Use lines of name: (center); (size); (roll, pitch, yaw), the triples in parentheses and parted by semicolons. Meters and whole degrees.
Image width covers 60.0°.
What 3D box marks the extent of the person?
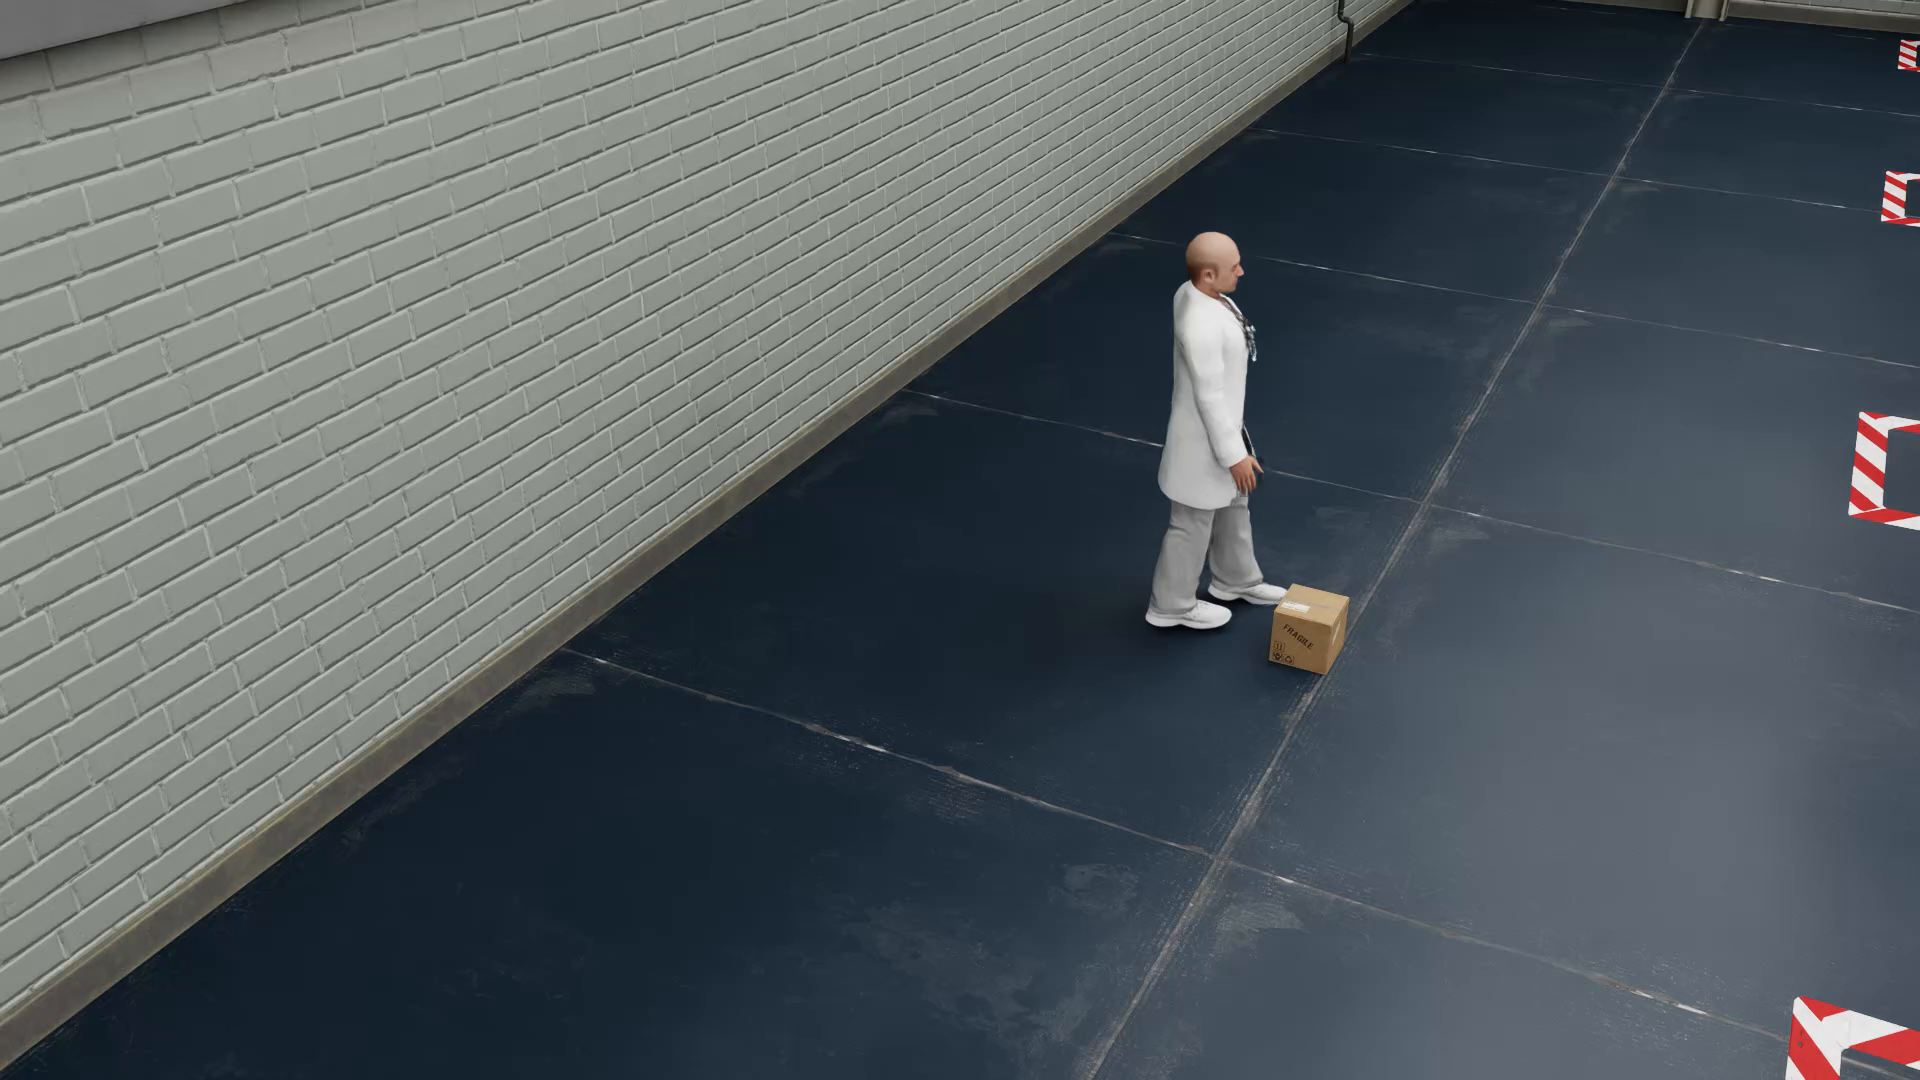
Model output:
person: (1.131, -0.406, 6.848); (0.636, 1.794, 0.589); (4, 30, 6)
